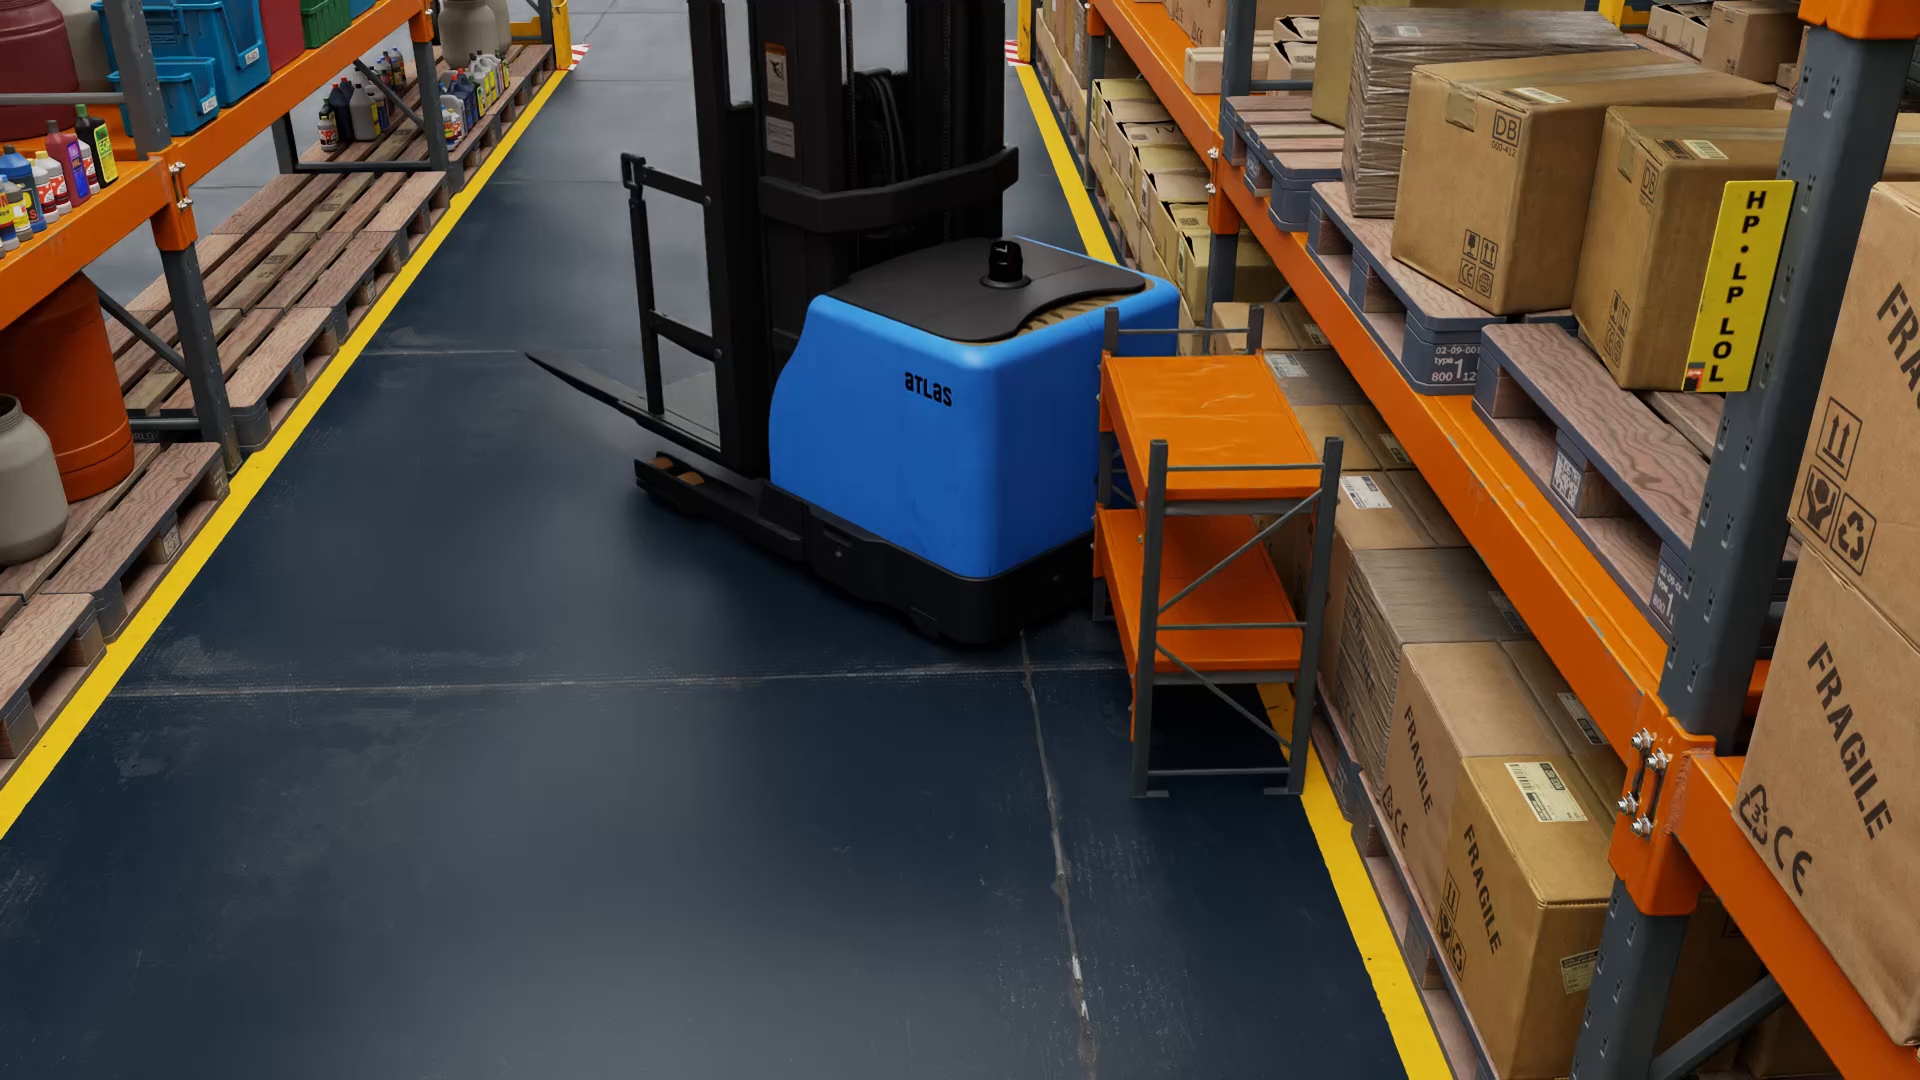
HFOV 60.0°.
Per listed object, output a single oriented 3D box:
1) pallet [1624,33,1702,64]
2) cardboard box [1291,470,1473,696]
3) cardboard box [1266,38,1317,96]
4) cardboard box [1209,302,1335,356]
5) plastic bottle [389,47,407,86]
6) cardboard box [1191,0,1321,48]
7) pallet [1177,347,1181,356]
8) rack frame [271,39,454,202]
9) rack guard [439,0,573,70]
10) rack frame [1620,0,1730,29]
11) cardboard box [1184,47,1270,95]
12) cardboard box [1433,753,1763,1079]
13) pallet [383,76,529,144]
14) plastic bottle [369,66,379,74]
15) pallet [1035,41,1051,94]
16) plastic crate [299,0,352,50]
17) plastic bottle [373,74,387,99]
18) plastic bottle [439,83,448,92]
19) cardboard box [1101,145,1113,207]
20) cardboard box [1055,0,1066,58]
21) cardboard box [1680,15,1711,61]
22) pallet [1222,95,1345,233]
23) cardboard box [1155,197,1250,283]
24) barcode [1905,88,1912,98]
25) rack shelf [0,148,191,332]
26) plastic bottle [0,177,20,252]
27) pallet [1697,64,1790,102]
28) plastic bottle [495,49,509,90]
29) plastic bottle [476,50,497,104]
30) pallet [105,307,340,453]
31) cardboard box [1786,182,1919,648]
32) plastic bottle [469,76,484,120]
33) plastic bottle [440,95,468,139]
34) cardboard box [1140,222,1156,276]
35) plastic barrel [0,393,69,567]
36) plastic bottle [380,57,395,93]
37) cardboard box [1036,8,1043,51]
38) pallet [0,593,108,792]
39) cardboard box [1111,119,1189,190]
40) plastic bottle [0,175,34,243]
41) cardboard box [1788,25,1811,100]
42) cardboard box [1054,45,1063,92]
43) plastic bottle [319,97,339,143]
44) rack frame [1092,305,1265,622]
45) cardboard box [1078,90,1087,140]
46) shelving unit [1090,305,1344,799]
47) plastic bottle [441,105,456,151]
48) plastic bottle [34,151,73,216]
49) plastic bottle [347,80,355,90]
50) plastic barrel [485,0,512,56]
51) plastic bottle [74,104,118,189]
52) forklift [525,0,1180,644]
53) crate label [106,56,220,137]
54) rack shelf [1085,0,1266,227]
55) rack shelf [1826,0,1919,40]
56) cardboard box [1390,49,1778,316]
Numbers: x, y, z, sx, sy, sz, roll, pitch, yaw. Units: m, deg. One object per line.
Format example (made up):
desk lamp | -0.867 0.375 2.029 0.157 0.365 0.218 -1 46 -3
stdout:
pallet | 6.037 -3.889 13.478 1.003 0.211 1.213 -1 28 -3
cardboard box | 1.322 0.124 4.996 0.500 0.500 0.500 -2 28 -4
cardboard box | 1.522 -1.850 6.650 0.500 0.311 0.500 0 28 1
cardboard box | 1.236 -0.590 6.366 0.500 0.500 0.500 0 28 0
plastic bottle | -4.084 -3.438 12.073 0.097 0.271 0.097 0 28 0
cardboard box | 1.393 -2.540 7.767 0.500 0.500 0.500 -3 28 -5
pallet | 1.493 -0.865 7.681 1.003 0.211 1.213 -1 28 -3
rack frame | -3.658 -3.450 9.621 1.000 3.000 0.127 -1 28 -3
rack guard | -3.816 -4.155 13.676 1.175 0.500 0.348 -1 28 -3
rack frame | 6.026 -5.537 13.622 1.000 3.000 0.127 -1 28 -3
cardboard box | 1.174 -2.018 7.147 0.380 0.149 0.250 -1 28 -3
cardboard box | 1.394 0.819 3.664 0.500 0.500 0.500 -2 28 -3
pallet | -3.719 -3.090 11.946 1.003 0.211 1.213 -1 28 -3
plastic bottle | -4.050 -3.140 11.501 0.097 0.271 0.097 0 28 0
pallet | 1.161 -3.827 13.359 1.003 0.211 1.213 -1 28 -3
plastic crate | -3.286 -2.559 8.141 0.450 0.188 0.662 -1 28 -3
plastic bottle | -3.906 -2.983 11.188 0.061 0.283 0.133 -1 28 -3
plastic bottle | -3.414 -2.882 11.007 0.097 0.271 0.097 0 28 0
cardboard box | 1.087 -2.107 9.565 0.500 0.250 0.500 -1 28 -1
cardboard box | 0.961 -3.769 11.941 0.500 0.500 0.500 -1 28 -3
cardboard box | 6.002 -3.955 13.020 0.500 0.311 0.500 1 28 2
pallet | 1.603 -1.324 5.753 1.213 0.211 1.003 -1 28 -3
cardboard box | 1.190 -1.412 7.627 0.500 0.311 0.500 -2 28 -3
barcode | 6.490 -3.052 11.388 0.001 0.075 0.075 -1 28 -3
rack shelf | -3.345 -0.360 4.475 1.077 0.370 4.000 -1 28 -3
plastic bottle | -2.982 -1.029 5.119 0.097 0.271 0.097 0 28 0
pallet | 6.098 -3.327 12.401 1.003 0.211 1.213 -1 28 -3
plastic bottle | -3.309 -3.397 11.981 0.061 0.283 0.133 -1 28 -1
plastic bottle | -3.328 -3.223 11.574 0.144 0.351 0.185 0 28 -1
pallet | -3.451 -0.725 7.412 1.003 0.211 1.213 -1 28 -3
cardboard box | 1.450 -0.137 2.079 0.500 0.500 0.500 -1 28 -1
plastic bottle | -3.263 -2.988 11.197 0.061 0.283 0.133 0 28 0
plastic bottle | -3.282 -2.744 10.737 0.152 0.276 0.135 0 28 -1
cardboard box | 1.172 -1.395 8.201 0.500 0.250 0.500 -1 28 -1
plastic barrel | -3.288 -0.202 5.630 0.421 0.512 0.421 0 28 0
plastic bottle | -4.066 -3.280 11.769 0.097 0.271 0.097 0 28 0
cardboard box | 0.885 -4.129 13.443 0.500 0.250 0.500 -1 28 -3
pallet | -3.306 0.559 4.951 1.003 0.211 1.213 -1 28 -3
cardboard box | 1.110 -2.117 8.977 0.500 0.311 0.500 -2 28 -4
plastic bottle | -2.987 -1.043 5.221 0.097 0.201 0.097 0 28 0
cardboard box | 6.141 -3.254 11.473 0.500 0.500 0.500 -3 28 -7
cardboard box | 0.962 -3.437 12.114 0.500 0.250 0.500 -1 28 -3
plastic bottle | -4.013 -2.655 10.558 0.061 0.283 0.133 0 28 0
rack frame | 0.705 -0.230 5.475 0.500 1.125 0.032 -1 28 -2
cardboard box | 1.046 -2.744 10.787 0.500 0.250 0.500 -1 28 -3
shelving unit | 0.725 0.005 5.024 0.538 1.125 1.048 -1 28 -2
plastic bottle | -3.237 -2.593 10.453 0.097 0.271 0.097 0 28 0
plastic bottle | -3.003 -1.178 5.480 0.097 0.201 0.097 0 28 0
plastic bottle | -4.040 -2.894 11.017 0.061 0.283 0.133 0 28 1
plastic barrel | -3.757 -4.078 13.062 0.421 0.512 0.421 0 28 0
plastic bottle | -3.002 -1.375 5.768 0.061 0.283 0.133 -1 28 -3
forklift | -0.631 -1.543 6.039 1.130 2.935 3.031 -24 36 -38
crate label | -3.097 -1.732 6.509 0.303 0.233 0.416 -1 28 -3
rack shelf | 1.393 -2.325 8.243 1.077 0.370 4.000 -1 28 -3
rack shelf | 1.810 0.039 0.466 1.077 0.370 4.000 -1 28 -3
cardboard box | 1.552 -0.918 4.205 0.700 0.500 0.500 -8 29 -16
